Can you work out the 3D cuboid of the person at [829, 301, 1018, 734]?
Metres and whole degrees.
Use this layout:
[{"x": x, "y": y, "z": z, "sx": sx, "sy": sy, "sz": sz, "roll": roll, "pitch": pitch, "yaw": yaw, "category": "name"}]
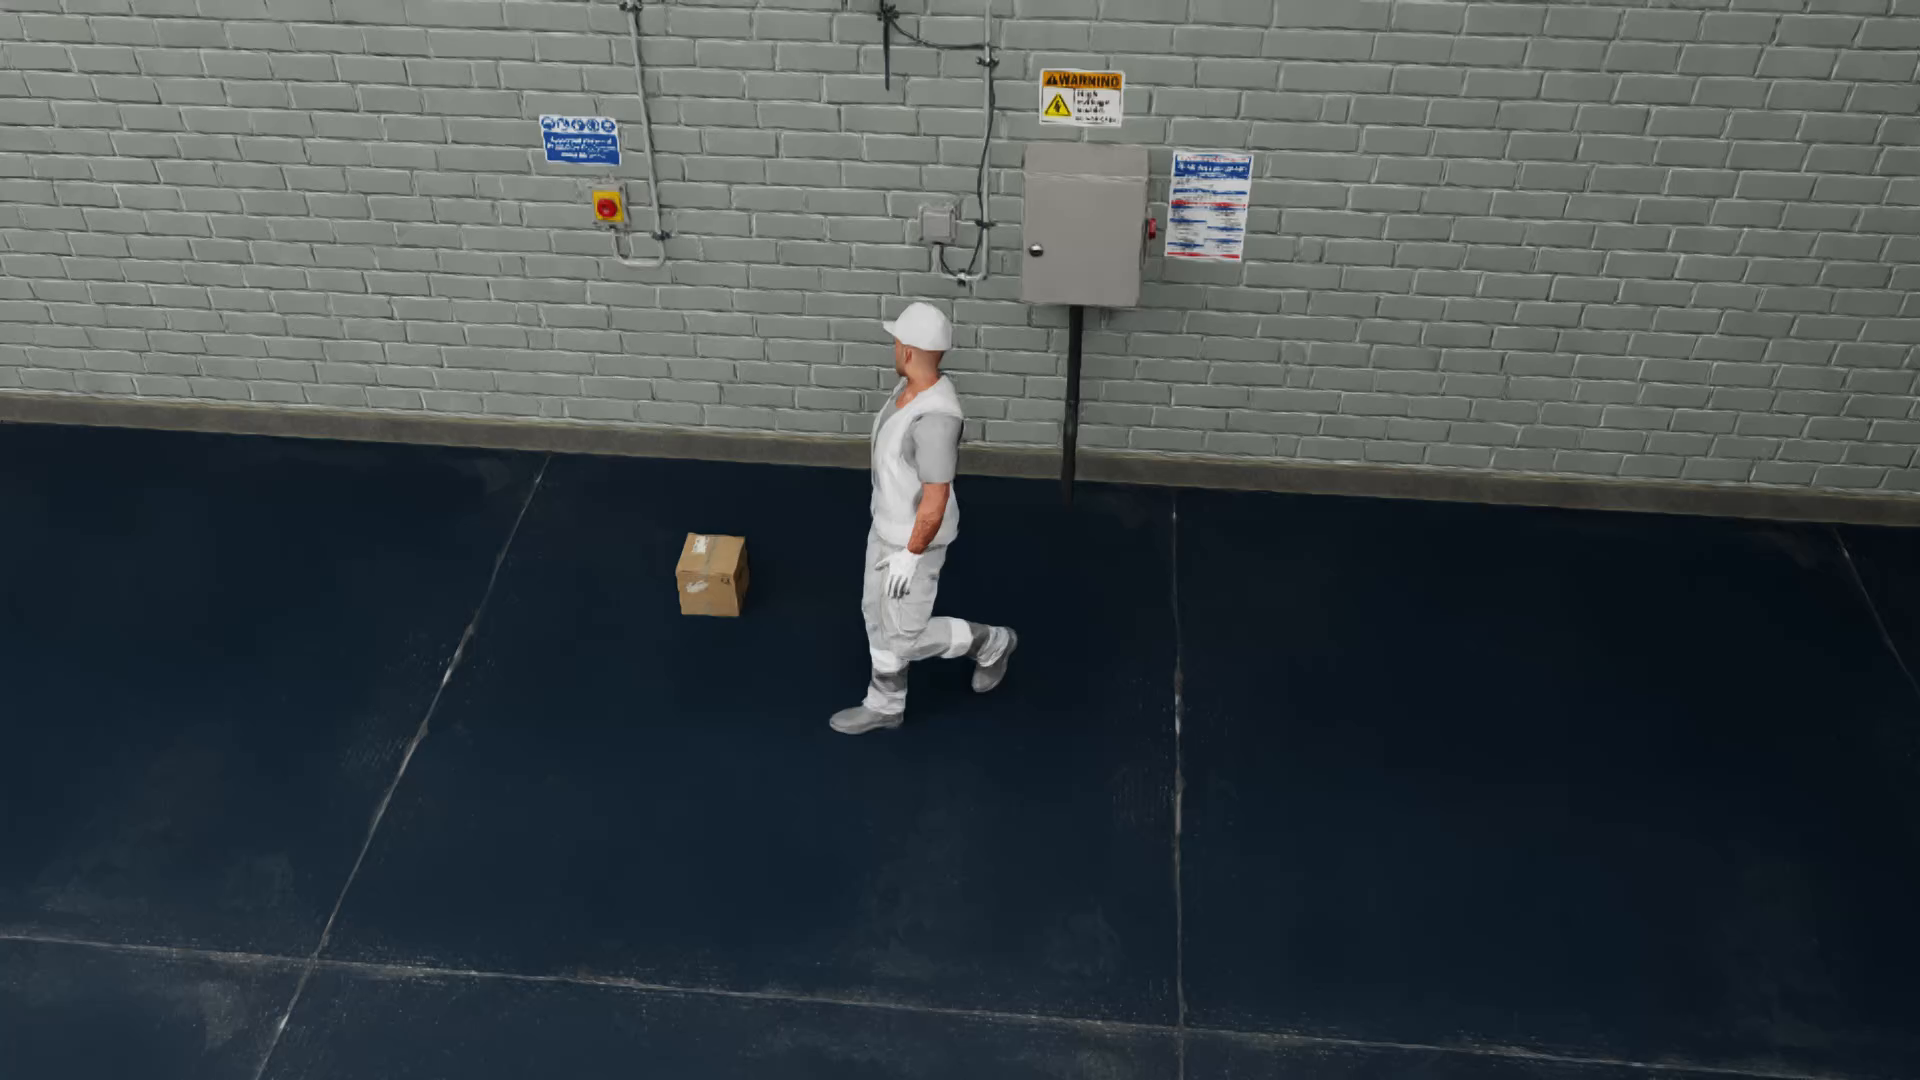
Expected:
[{"x": -0.173, "y": -0.048, "z": 6.239, "sx": 0.775, "sy": 1.733, "sz": 0.616, "roll": -8, "pitch": 40, "yaw": -10, "category": "person"}]
